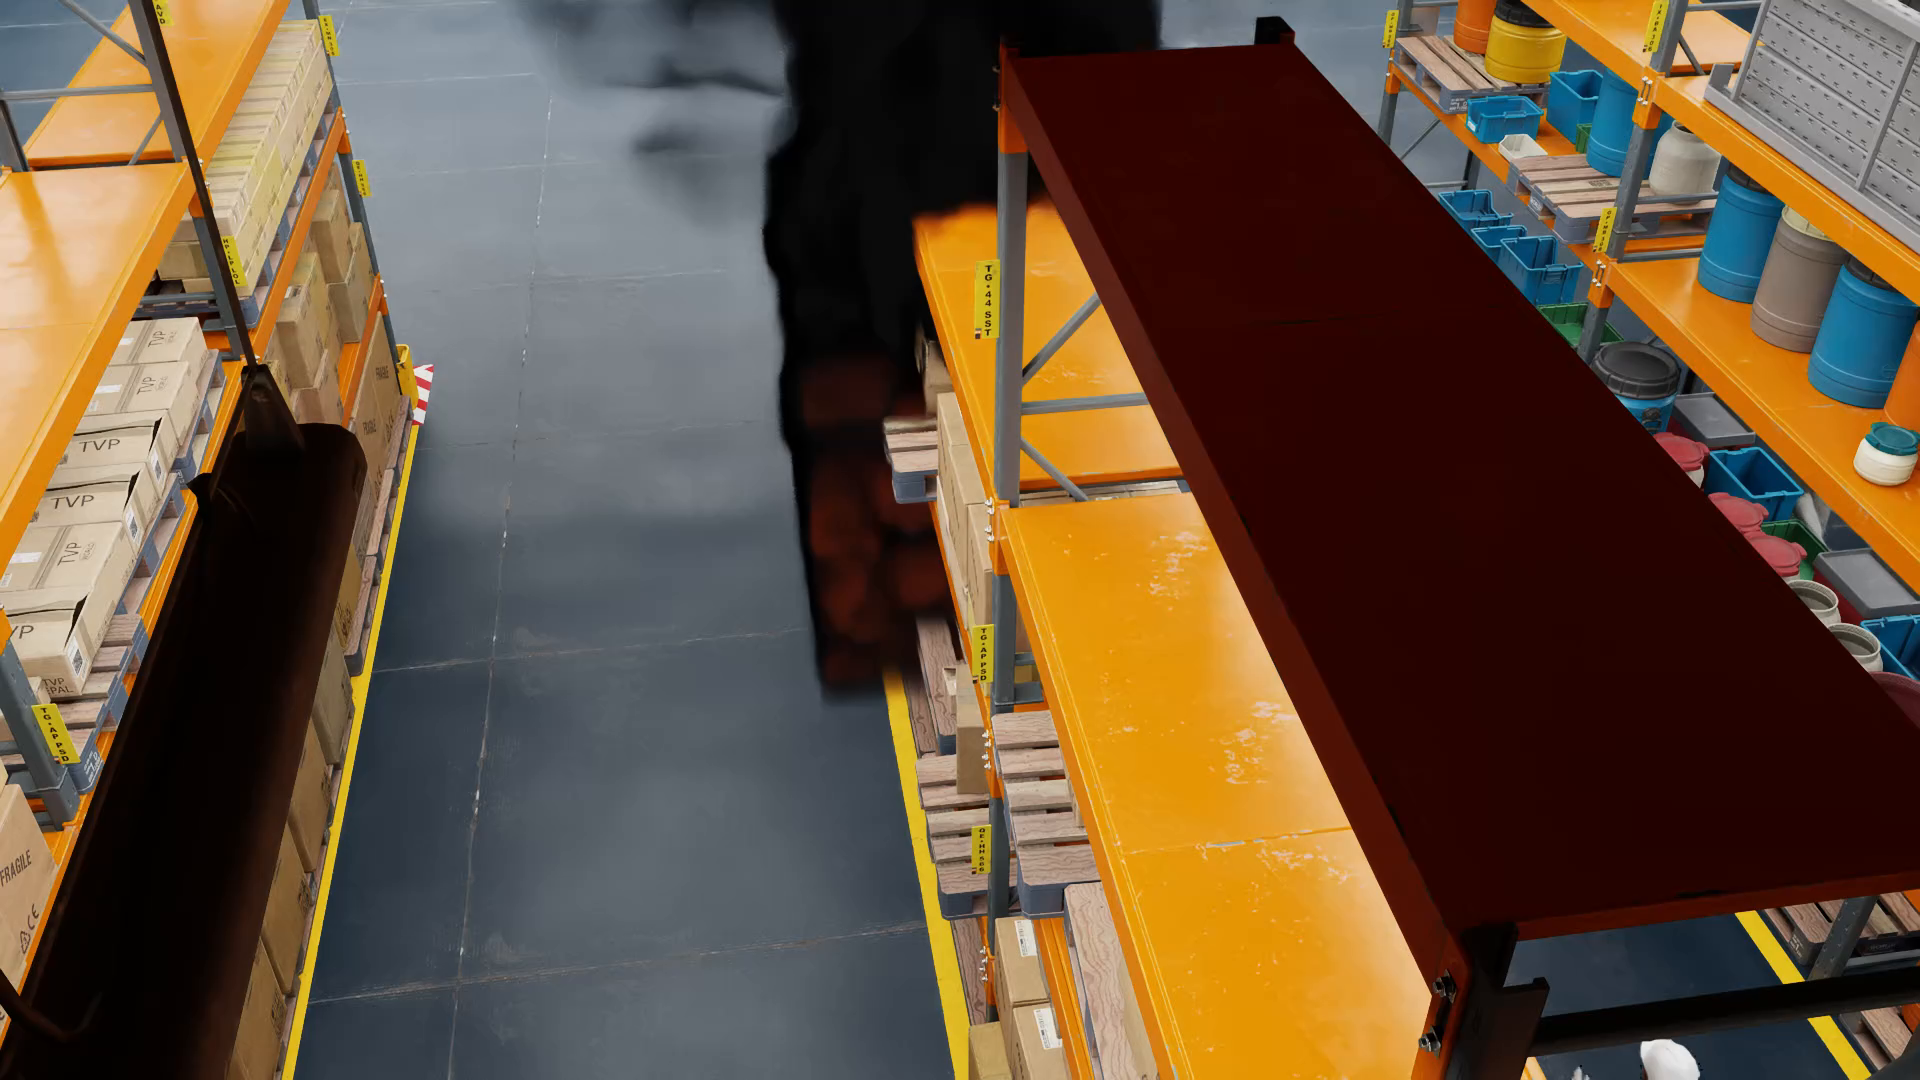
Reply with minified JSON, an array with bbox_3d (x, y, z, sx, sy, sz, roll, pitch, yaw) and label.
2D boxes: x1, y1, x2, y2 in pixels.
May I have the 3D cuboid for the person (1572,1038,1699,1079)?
[{"bbox_3d":[3.038,2.909,7.558,0.657,1.884,0.811,-13,38,-17],"label":"person"}]

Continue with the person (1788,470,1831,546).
[{"bbox_3d":[6.515,-0.628,12.370,0.660,1.773,0.579,-6,37,-7],"label":"person"}]
